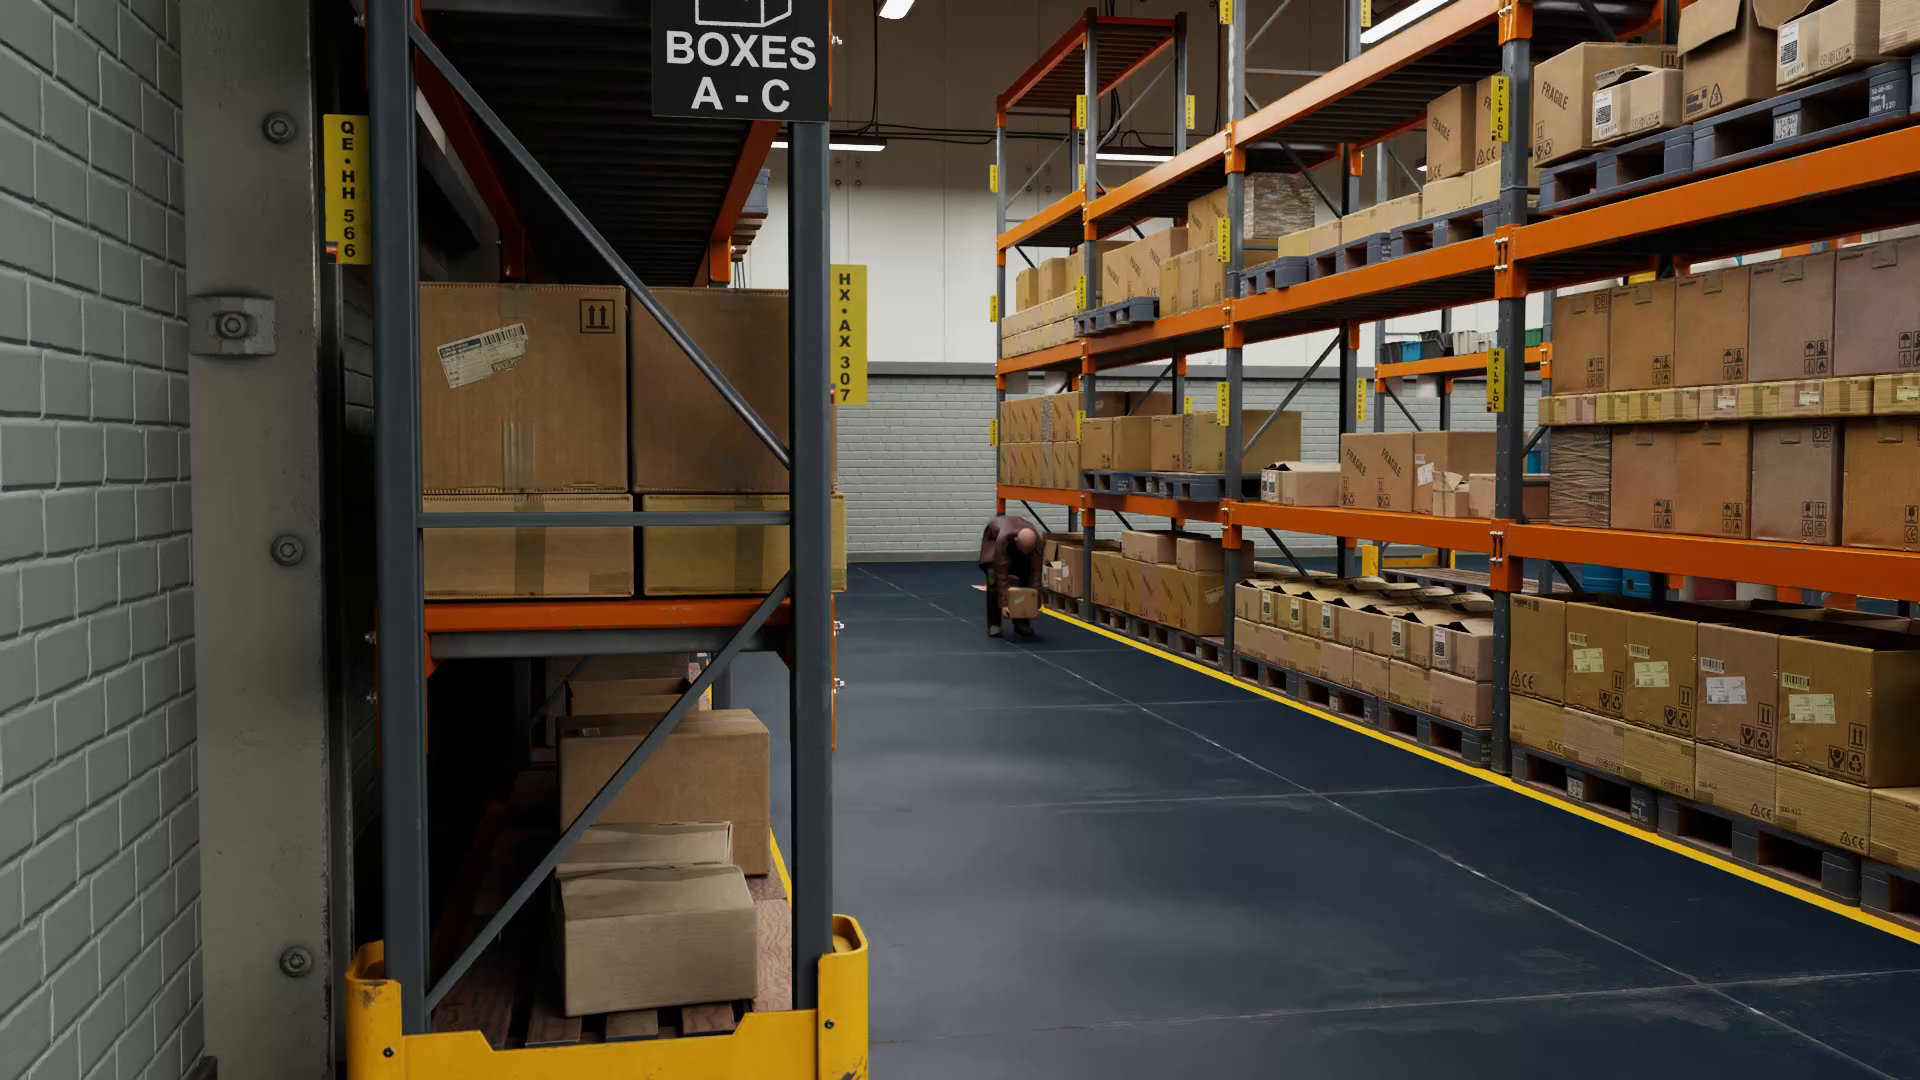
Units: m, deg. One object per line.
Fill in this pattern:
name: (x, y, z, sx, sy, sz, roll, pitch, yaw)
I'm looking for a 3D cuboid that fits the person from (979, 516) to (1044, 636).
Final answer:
person: (0.498, 0.336, 15.137, 0.577, 1.101, 0.951, -1, 3, -14)
